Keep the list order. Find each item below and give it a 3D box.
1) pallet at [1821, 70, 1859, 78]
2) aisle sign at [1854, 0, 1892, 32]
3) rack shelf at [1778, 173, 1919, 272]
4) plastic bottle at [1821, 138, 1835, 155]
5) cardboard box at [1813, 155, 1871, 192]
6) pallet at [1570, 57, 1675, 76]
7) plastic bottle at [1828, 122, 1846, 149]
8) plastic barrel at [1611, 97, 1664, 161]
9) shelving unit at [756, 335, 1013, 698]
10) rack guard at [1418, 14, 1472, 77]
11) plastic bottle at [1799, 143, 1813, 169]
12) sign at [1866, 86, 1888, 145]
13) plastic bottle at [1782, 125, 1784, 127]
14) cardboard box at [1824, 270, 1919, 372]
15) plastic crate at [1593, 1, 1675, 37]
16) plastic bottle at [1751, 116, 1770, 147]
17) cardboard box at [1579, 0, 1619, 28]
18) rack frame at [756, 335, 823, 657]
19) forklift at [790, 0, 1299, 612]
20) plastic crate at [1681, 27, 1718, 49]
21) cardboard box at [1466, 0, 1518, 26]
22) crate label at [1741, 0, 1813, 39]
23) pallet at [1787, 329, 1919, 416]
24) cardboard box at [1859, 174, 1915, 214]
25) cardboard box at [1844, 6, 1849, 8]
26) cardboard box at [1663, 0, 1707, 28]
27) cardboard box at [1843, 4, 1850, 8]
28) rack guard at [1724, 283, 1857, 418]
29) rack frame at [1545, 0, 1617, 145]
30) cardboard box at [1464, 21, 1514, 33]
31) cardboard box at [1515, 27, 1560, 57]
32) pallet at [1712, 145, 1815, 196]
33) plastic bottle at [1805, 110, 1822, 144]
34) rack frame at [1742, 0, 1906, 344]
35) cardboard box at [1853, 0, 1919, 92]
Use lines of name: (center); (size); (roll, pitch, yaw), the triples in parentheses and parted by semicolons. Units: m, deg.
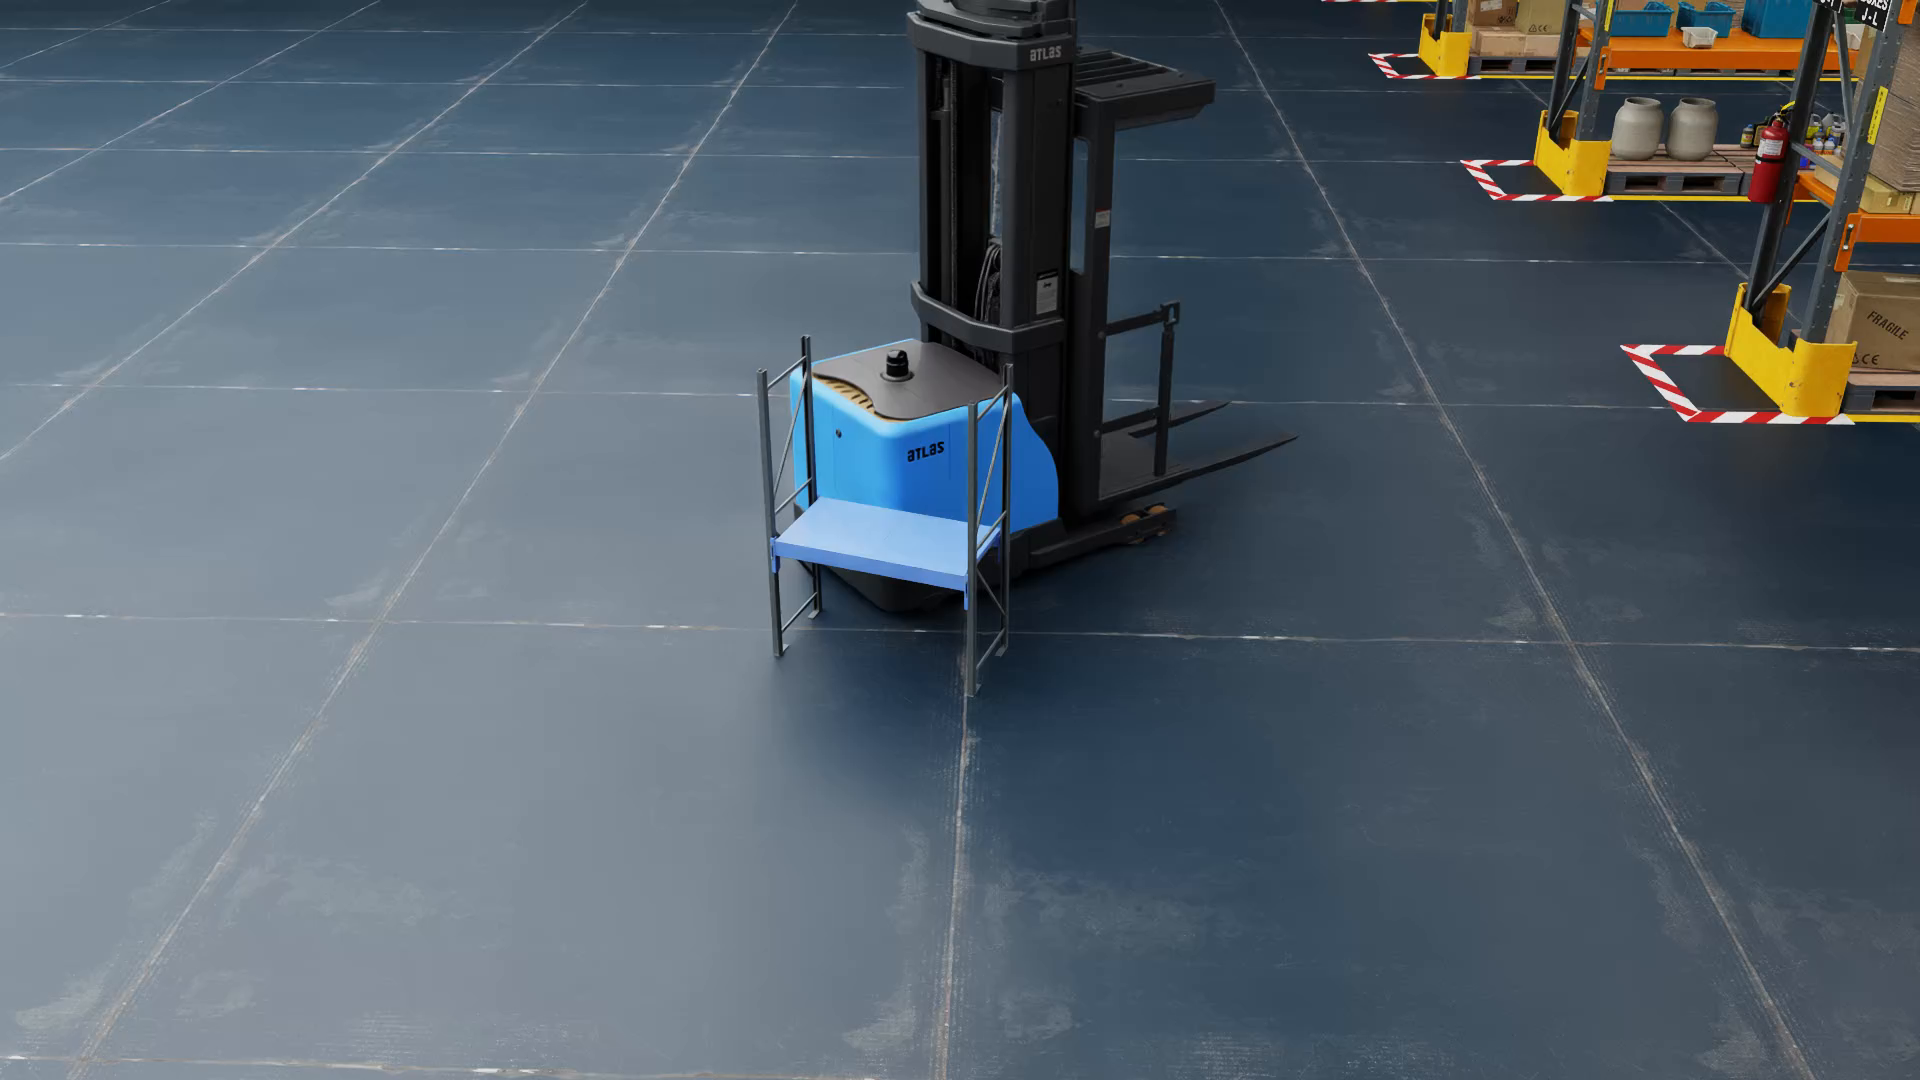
pallet: (10.556, -5.739, 19.850); (1.213, 0.211, 1.003); (1, 28, 2)
aisle sign: (5.395, -3.403, 9.692); (0.004, 0.787, 0.394); (1, 28, 2)
rack shelf: (7.466, -2.043, 10.670); (4.000, 0.370, 1.077); (1, 28, 2)
plastic bottle: (7.886, -3.518, 15.127); (0.097, 0.271, 0.097); (0, 28, 0)
cardboard box: (5.760, -2.375, 10.796); (0.250, 0.149, 0.380); (1, 28, 2)
pallet: (7.803, -5.784, 19.936); (1.213, 0.211, 1.003); (1, 28, 2)
plastic bottle: (8.254, -3.785, 15.626); (0.135, 0.276, 0.152); (1, 28, 2)
plastic barrel: (6.303, -3.824, 15.468); (0.421, 0.512, 0.421); (0, 28, 0)
shelving unit: (-0.338, -0.114, 7.865); (1.048, 1.500, 0.538); (10, 30, 18)
rack guard: (5.797, -5.927, 19.897); (0.348, 0.500, 1.175); (1, 28, 2)
plastic bottle: (7.669, -3.518, 15.115); (0.133, 0.283, 0.061); (1, 28, 3)
sign: (5.449, -2.523, 9.882); (0.005, 0.325, 0.100); (1, 28, 2)
plastic bottle: (7.741, -3.815, 15.674); (0.133, 0.283, 0.061); (1, 28, 2)
cardboard box: (6.091, -1.457, 11.016); (0.500, 0.500, 0.500); (6, 29, 11)
plastic crate: (6.153, -4.778, 15.220); (0.616, 0.251, 0.499); (1, 28, 2)
plastic bottle: (7.611, -3.888, 15.812); (0.133, 0.283, 0.061); (2, 28, 3)
cardboard box: (7.349, -6.210, 19.449); (0.500, 0.500, 0.500); (1, 28, 2)
rack frame: (-0.813, -0.200, 8.025); (0.032, 1.500, 0.500); (10, 30, 18)
forklift: (0.600, -1.453, 8.862); (3.031, 2.935, 1.130); (-18, 33, -30)
plastic crate: (6.525, -4.430, 14.687); (0.250, 0.136, 0.298); (1, 28, 2)
cardboard box: (6.367, -6.463, 19.926); (0.500, 0.500, 0.500); (1, 28, 2)
crate label: (7.491, -4.824, 15.110); (0.616, 0.435, 0.502); (1, 28, 2)
pallet: (6.354, -1.131, 11.158); (1.213, 0.211, 1.003); (1, 28, 2)
cardboard box: (5.744, -2.167, 10.403); (0.250, 0.149, 0.380); (1, 28, 2)
cardboard box: (10.223, -6.060, 19.367); (0.500, 0.311, 0.500); (1, 28, 2)
cardboard box: (8.348, -6.192, 19.415); (0.500, 0.500, 0.500); (1, 28, 2)
cardboard box: (10.233, -6.311, 19.841); (0.500, 0.311, 0.500); (1, 28, 2)
rack guard: (5.544, -1.288, 11.147); (0.348, 0.500, 1.175); (1, 28, 2)
rack frame: (5.643, -4.712, 14.937); (0.127, 3.000, 1.000); (1, 28, 2)
cardboard box: (6.367, -6.131, 20.100); (0.500, 0.250, 0.500); (1, 28, 2)
cardboard box: (6.849, -5.882, 19.631); (0.500, 0.250, 0.500); (1, 28, 2)
pallet: (7.748, -3.464, 15.559); (1.213, 0.211, 1.003); (1, 28, 2)
plastic bottle: (8.049, -3.891, 15.746); (0.185, 0.351, 0.144); (2, 28, 4)
rack frame: (5.468, -2.394, 10.563); (0.127, 3.000, 1.000); (1, 28, 2)
cardboard box: (6.026, -3.118, 10.437); (0.500, 0.500, 0.500); (1, 28, 2)
